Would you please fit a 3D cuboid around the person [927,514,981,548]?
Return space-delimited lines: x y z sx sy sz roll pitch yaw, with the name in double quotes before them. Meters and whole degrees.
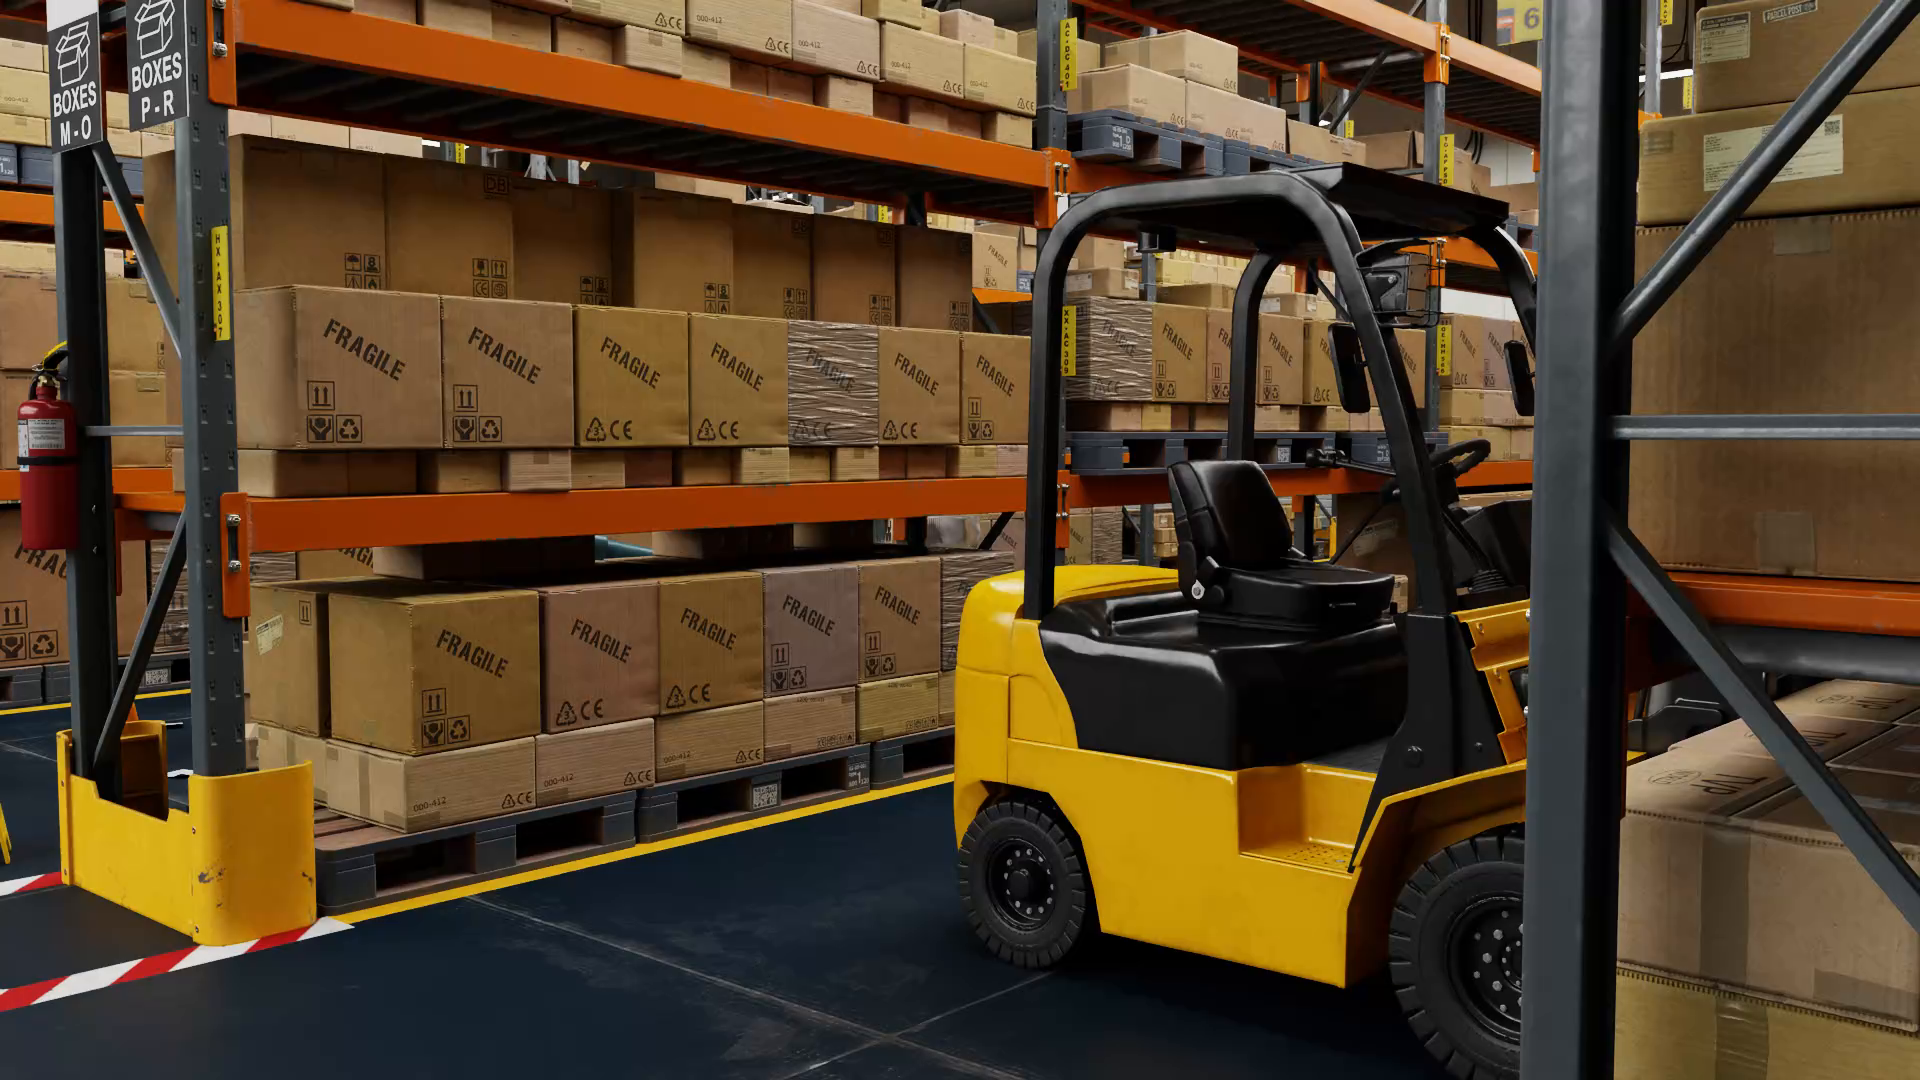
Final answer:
"person" -0.142 -0.149 12.505 0.509 1.653 0.781 3 5 40
